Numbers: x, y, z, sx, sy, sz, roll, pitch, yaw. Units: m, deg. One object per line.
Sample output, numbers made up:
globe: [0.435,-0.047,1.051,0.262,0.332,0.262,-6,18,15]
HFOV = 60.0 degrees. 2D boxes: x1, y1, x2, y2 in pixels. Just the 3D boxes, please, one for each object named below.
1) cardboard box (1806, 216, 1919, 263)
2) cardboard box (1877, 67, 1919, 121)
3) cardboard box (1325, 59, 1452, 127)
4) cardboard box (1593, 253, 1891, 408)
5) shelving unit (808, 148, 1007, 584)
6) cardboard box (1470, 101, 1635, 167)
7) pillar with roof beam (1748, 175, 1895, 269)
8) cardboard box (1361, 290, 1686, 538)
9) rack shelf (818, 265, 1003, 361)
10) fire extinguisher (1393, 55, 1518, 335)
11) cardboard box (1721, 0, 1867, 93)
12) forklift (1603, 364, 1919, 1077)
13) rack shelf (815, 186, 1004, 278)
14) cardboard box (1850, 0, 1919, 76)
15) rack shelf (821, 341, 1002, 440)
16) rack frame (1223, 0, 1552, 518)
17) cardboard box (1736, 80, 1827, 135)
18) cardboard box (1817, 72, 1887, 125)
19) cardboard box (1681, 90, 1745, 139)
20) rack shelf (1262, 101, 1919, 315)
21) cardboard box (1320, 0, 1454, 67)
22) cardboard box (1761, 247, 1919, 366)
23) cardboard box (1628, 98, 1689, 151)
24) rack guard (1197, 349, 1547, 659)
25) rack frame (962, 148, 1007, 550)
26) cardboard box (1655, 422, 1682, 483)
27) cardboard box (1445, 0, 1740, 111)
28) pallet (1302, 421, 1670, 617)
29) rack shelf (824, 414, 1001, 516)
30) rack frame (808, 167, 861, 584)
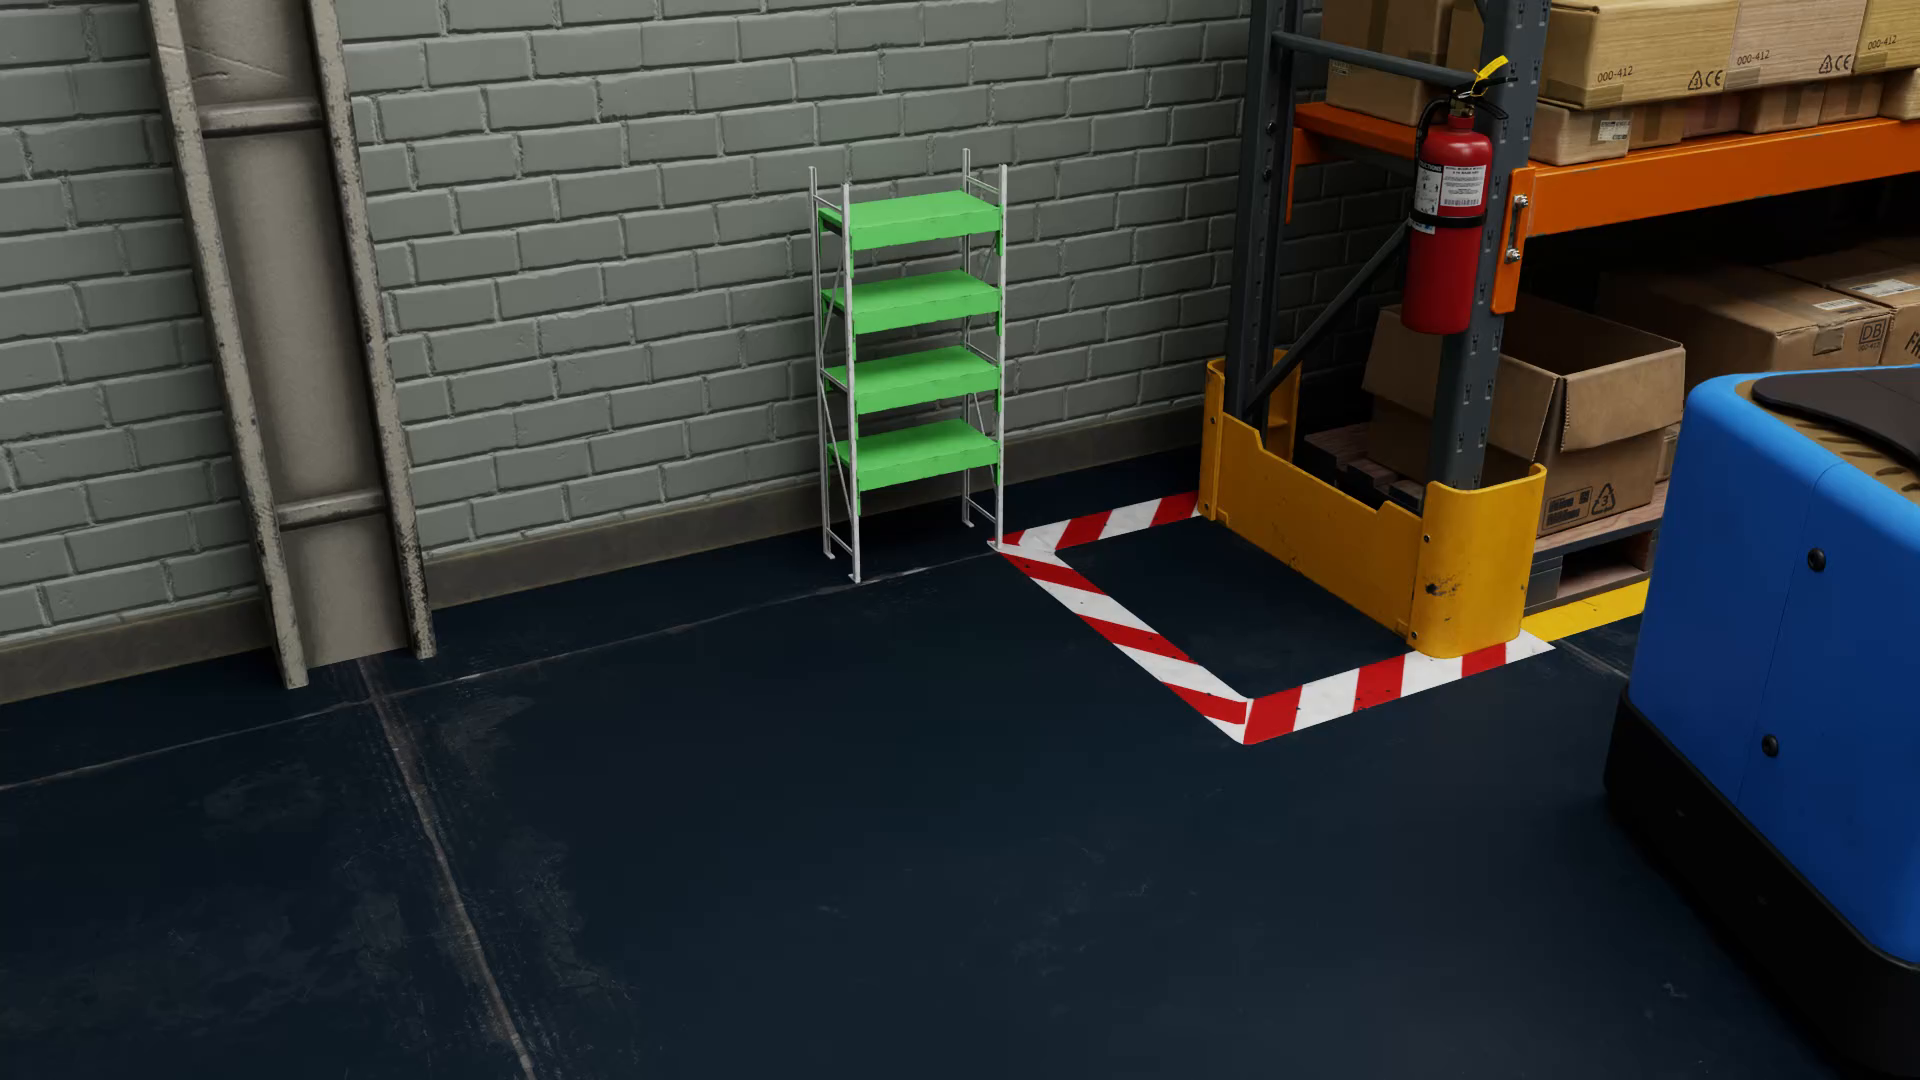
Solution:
cardboard box: [3.388,-0.779,5.810,0.500,0.500,0.700,-14,29,-27]
cardboard box: [2.694,-1.350,4.886,0.250,0.149,0.380,-14,29,-27]
cardboard box: [1.281,-1.314,4.812,0.250,0.149,0.380,-13,29,-26]
cardboard box: [2.472,-0.568,5.370,0.500,0.500,0.700,-12,28,-23]
shelving unit: [-0.146,-0.507,4.920,0.503,1.200,0.258,-13,29,-25]
cardboard box: [1.534,-1.107,4.380,0.250,0.149,0.380,-13,29,-25]
pillar with roof beam: [5.631,-3.335,1.800,0.400,9.000,9.100,-13,29,-25]
cardboard box: [1.699,-0.410,5.037,0.637,0.503,0.797,-14,29,-27]
rack shelf: [-0.146,-0.666,4.844,0.480,0.148,0.258,-13,29,-25]
fire extinguisher: [1.202,-0.848,4.071,0.183,0.674,0.296,-13,29,-25]
cardboard box: [2.087,-1.416,4.564,0.500,0.250,0.500,-13,28,-25]
forklift: [3.068,-0.591,3.095,3.031,2.935,1.130,-4,26,-8]
rack shelf: [-0.146,-0.882,4.740,0.480,0.148,0.258,-13,29,-25]
cardboard box: [2.532,-1.521,4.782,0.500,0.250,0.500,-14,29,-26]
rack shelf: [-0.146,-0.450,4.948,0.480,0.148,0.258,-13,29,-25]
rack frame: [1.115,-1.258,4.404,0.127,3.000,1.000,-13,29,-25]
cardboard box: [2.204,-1.271,4.722,0.250,0.149,0.380,-12,28,-23]
cardboard box: [2.436,-1.327,4.839,0.250,0.149,0.380,-13,28,-24]
cardboard box: [1.952,-1.243,4.663,0.250,0.149,0.380,-13,29,-26]
rack shelf: [2.879,-1.341,5.408,4.000,0.370,1.077,-13,29,-25]
cardboard box: [1.396,-1.519,4.778,0.500,0.250,0.500,-12,28,-24]
cardboard box: [2.985,-0.637,5.515,0.500,0.500,0.500,-12,28,-24]
cardboard box: [1.737,-1.176,4.524,0.250,0.149,0.380,-12,28,-24]
rack guard: [1.182,-0.146,4.977,0.348,0.500,1.175,-13,29,-25]
rack frame: [0.069,-0.557,5.023,0.015,1.200,0.240,-13,29,-25]
cardboard box: [2.092,-0.322,5.263,0.250,0.149,0.380,-14,29,-27]
cardboard box: [1.642,-1.314,4.350,0.500,0.250,0.500,-13,28,-25]
pallet: [1.885,-0.179,5.379,1.213,0.211,1.003,-13,29,-25]
rack shelf: [-0.146,-0.233,5.052,0.480,0.148,0.258,-13,29,-25]
rack frame: [-0.361,-0.457,4.817,0.015,1.200,0.240,-13,29,-25]
